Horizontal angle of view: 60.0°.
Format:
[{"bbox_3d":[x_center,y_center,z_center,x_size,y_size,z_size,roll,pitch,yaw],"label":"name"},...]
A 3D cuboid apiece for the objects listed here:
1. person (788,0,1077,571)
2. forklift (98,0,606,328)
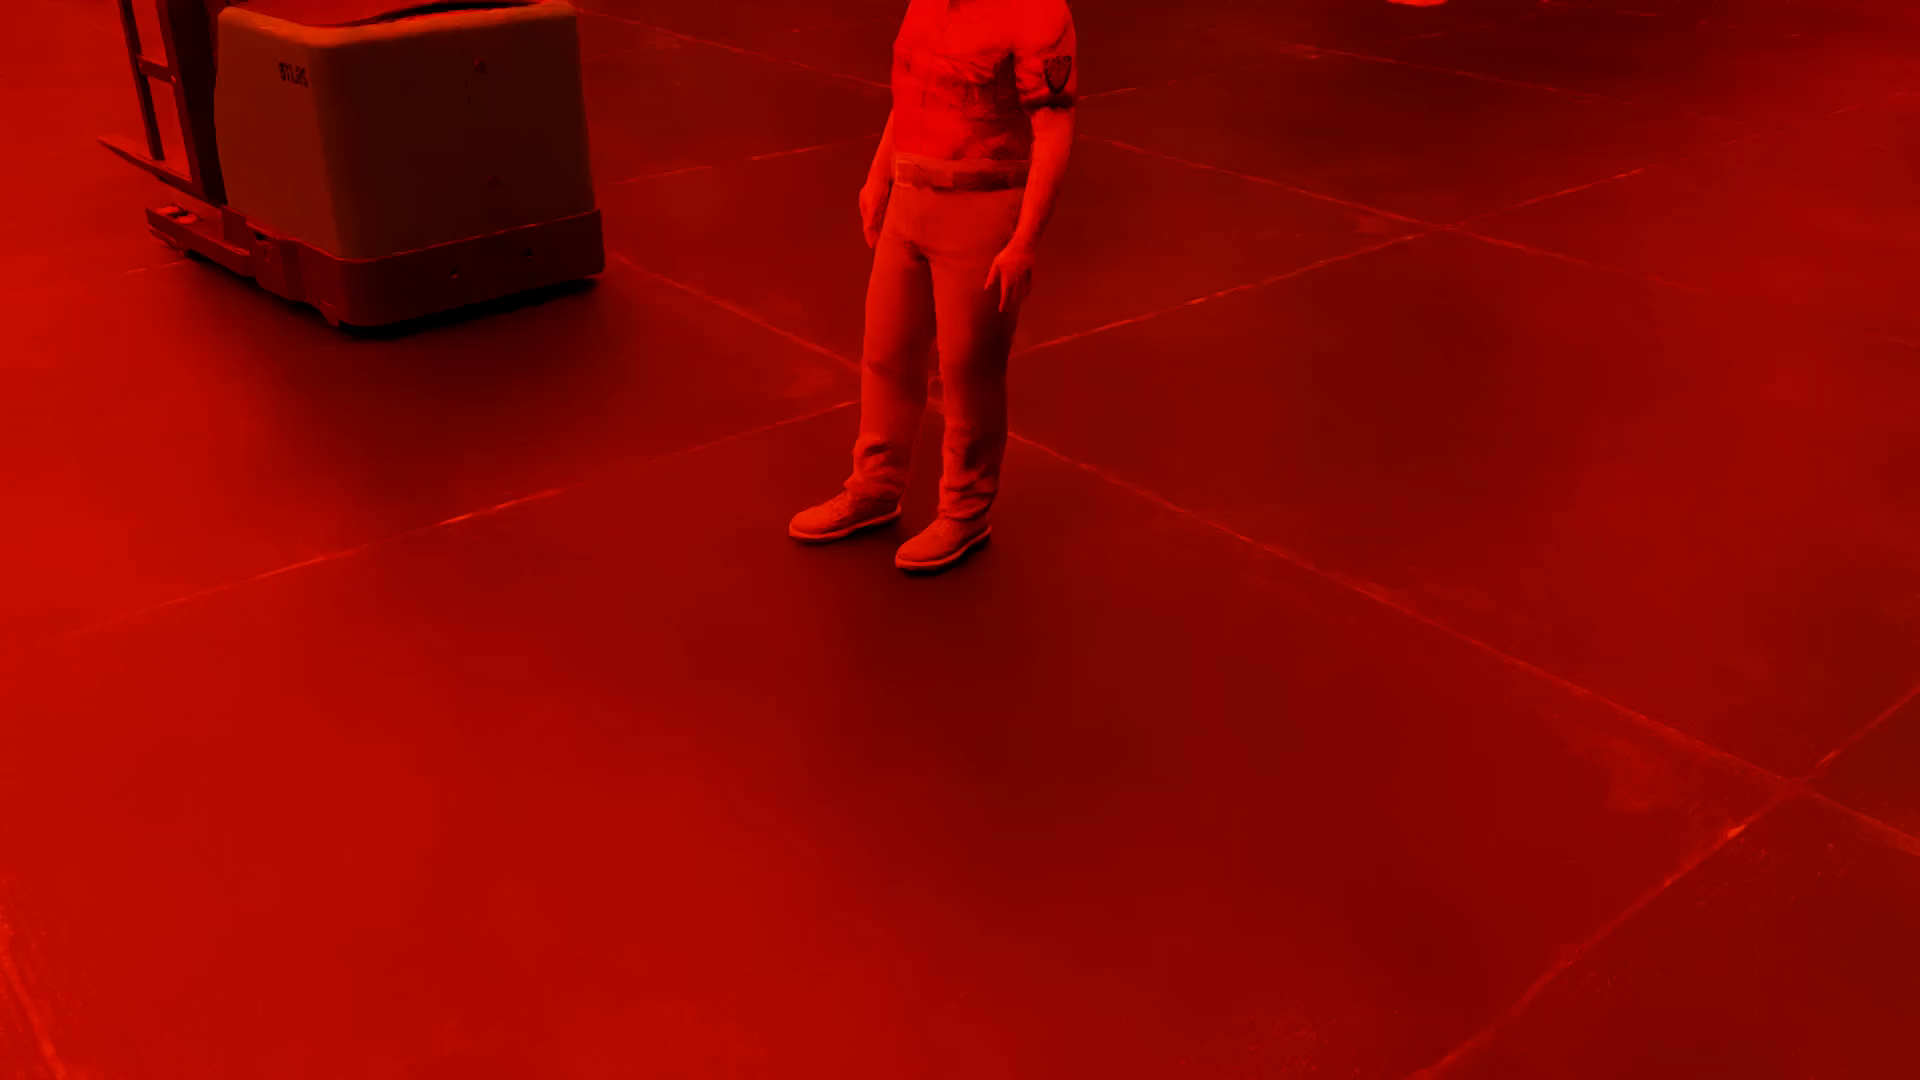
[{"bbox_3d":[-0.076,-0.759,4.070,0.550,1.726,0.640,-20,33,-35],"label":"person"},{"bbox_3d":[-2.763,-2.626,6.497,1.130,2.935,3.031,-23,35,-38],"label":"forklift"}]
